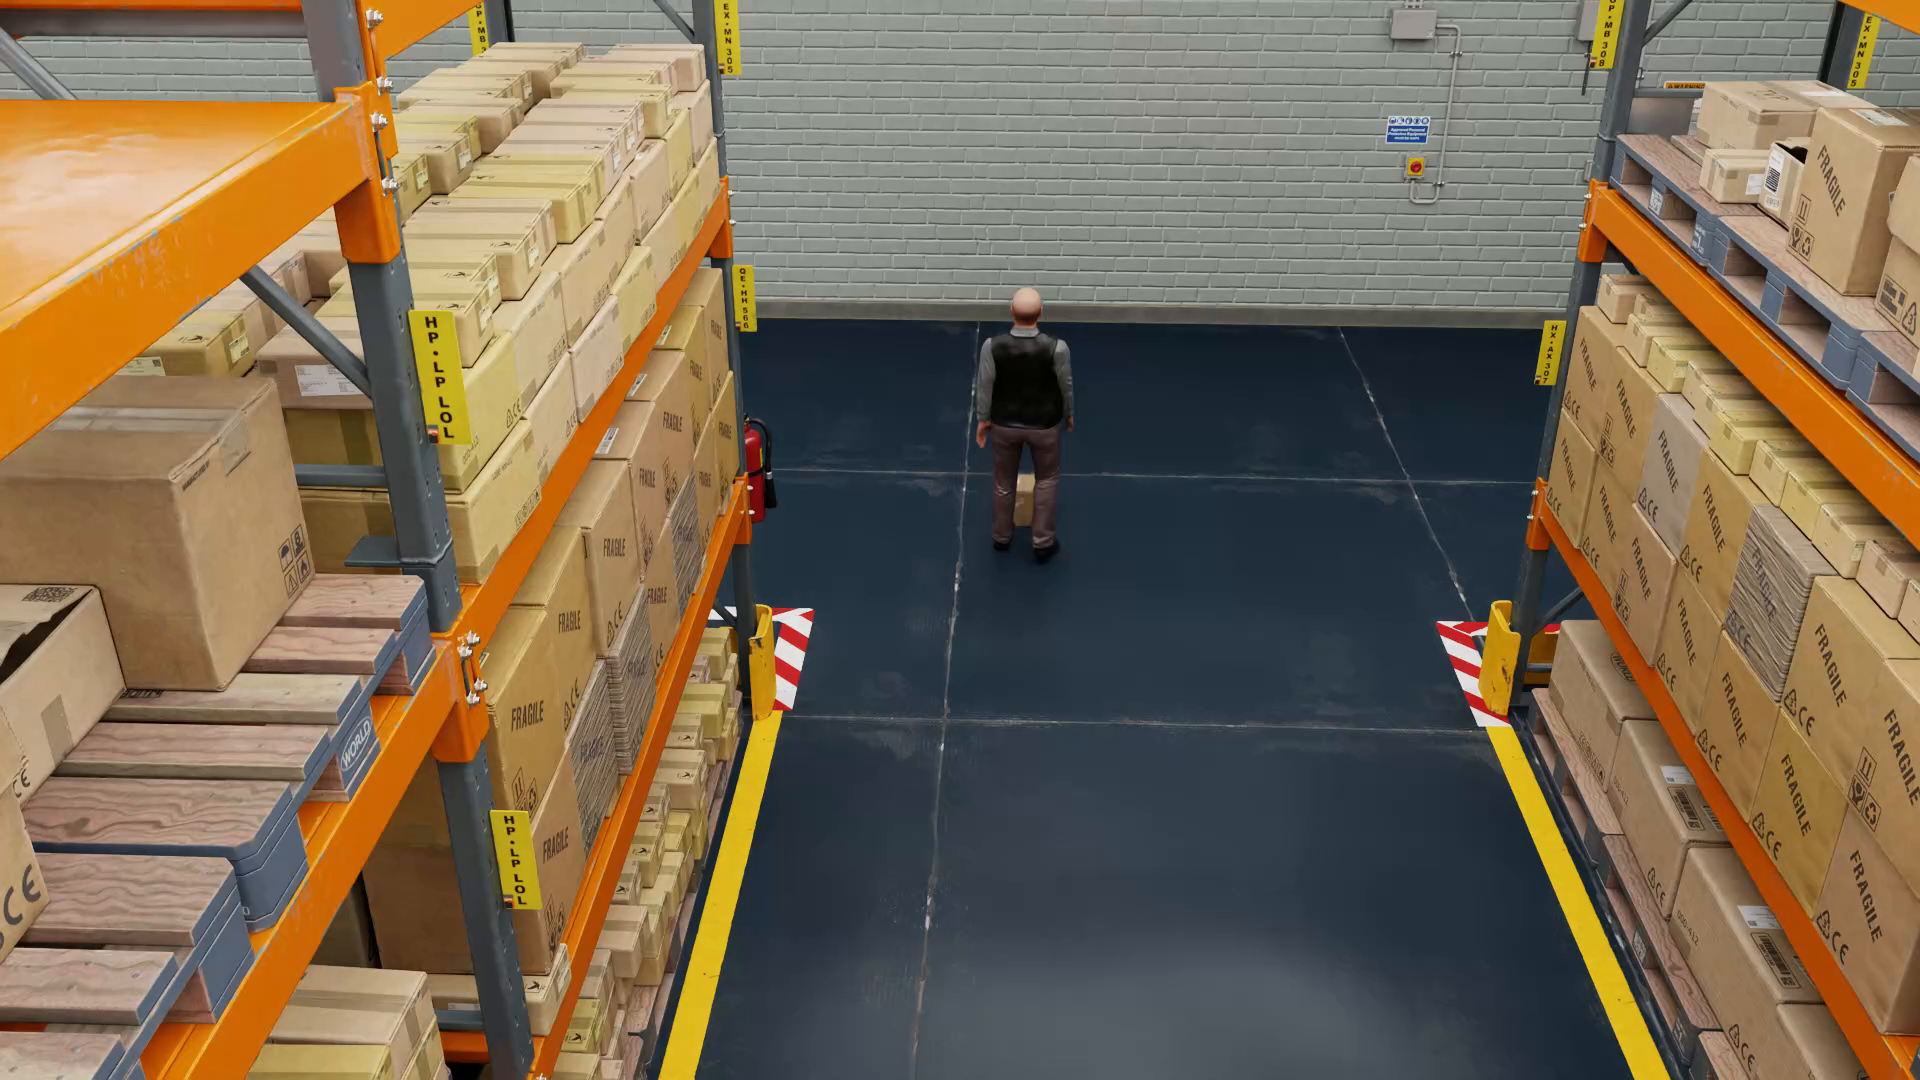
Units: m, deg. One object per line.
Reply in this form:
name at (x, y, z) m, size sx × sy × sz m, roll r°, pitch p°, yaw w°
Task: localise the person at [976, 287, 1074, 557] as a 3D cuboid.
person at (0.394, -0.710, 9.970) m, size 0.572 × 1.733 × 0.480 m, roll 4°, pitch 28°, yaw 7°
